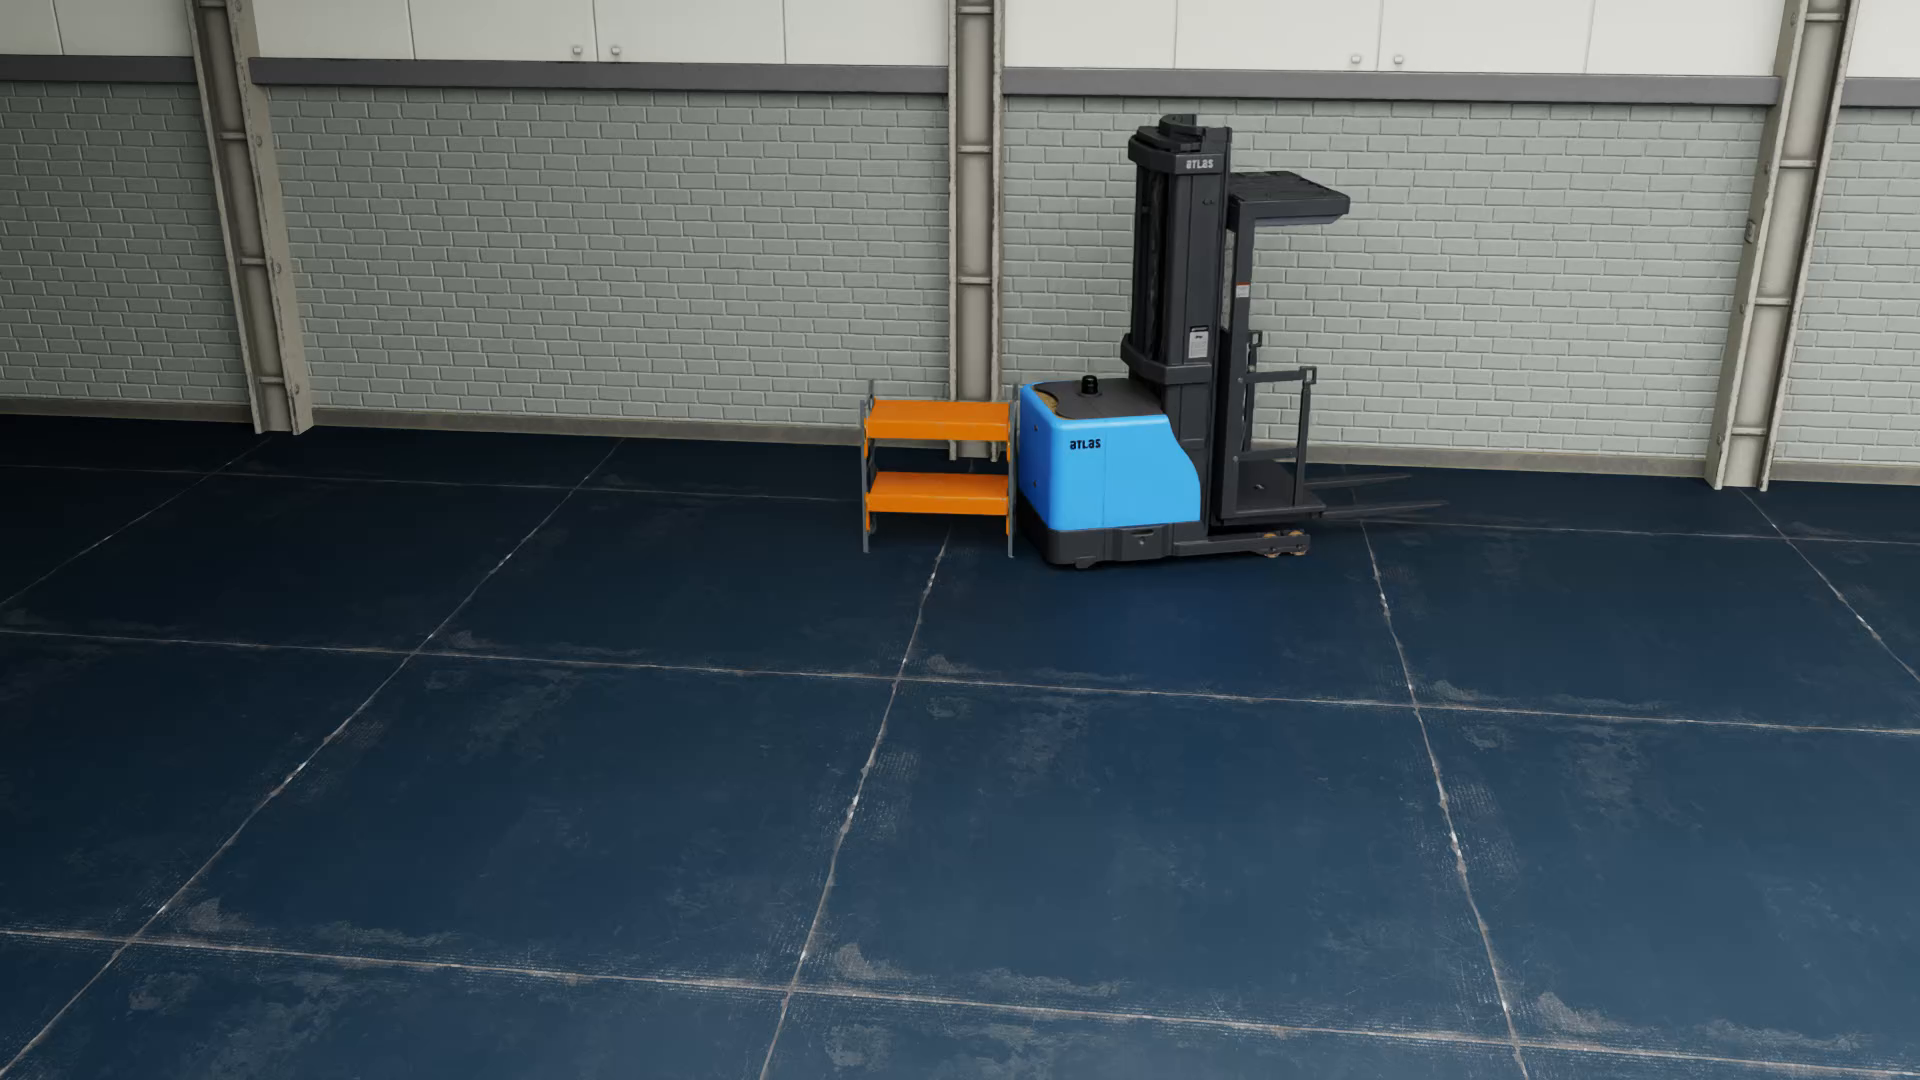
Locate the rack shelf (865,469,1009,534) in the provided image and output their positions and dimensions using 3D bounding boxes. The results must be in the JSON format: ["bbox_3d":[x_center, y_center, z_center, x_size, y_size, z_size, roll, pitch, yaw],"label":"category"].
[{"bbox_3d":[-0.138,-0.277,11.774,1.000,0.278,0.538,2,22,4],"label":"rack shelf"}]

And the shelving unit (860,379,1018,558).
[{"bbox_3d":[-0.138,-0.504,11.684,1.048,1.125,0.538,2,22,4],"label":"shelving unit"}]

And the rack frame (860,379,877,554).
[{"bbox_3d":[-0.645,-0.519,11.723,0.032,1.125,0.500,2,22,4],"label":"rack frame"}]

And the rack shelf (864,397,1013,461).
[{"bbox_3d":[-0.138,-0.776,11.577,1.000,0.278,0.538,2,22,4],"label":"rack shelf"}]

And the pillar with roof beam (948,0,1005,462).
[{"bbox_3d":[-0.381,-3.316,8.089,0.400,9.000,9.100,2,22,6],"label":"pillar with roof beam"}]

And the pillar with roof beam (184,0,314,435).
[{"bbox_3d":[-6.339,-3.576,8.745,0.400,9.000,9.100,2,22,6],"label":"pillar with roof beam"}]

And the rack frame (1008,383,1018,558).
[{"bbox_3d":[0.369,-0.489,11.646,0.032,1.125,0.500,2,22,4],"label":"rack frame"}]

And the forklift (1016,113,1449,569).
[{"bbox_3d":[1.984,-1.425,11.558,3.031,2.935,1.130,-4,22,-11],"label":"forklift"}]

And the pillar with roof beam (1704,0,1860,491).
[{"bbox_3d":[5.577,-3.057,7.432,0.400,9.000,9.100,2,22,6],"label":"pillar with roof beam"}]
